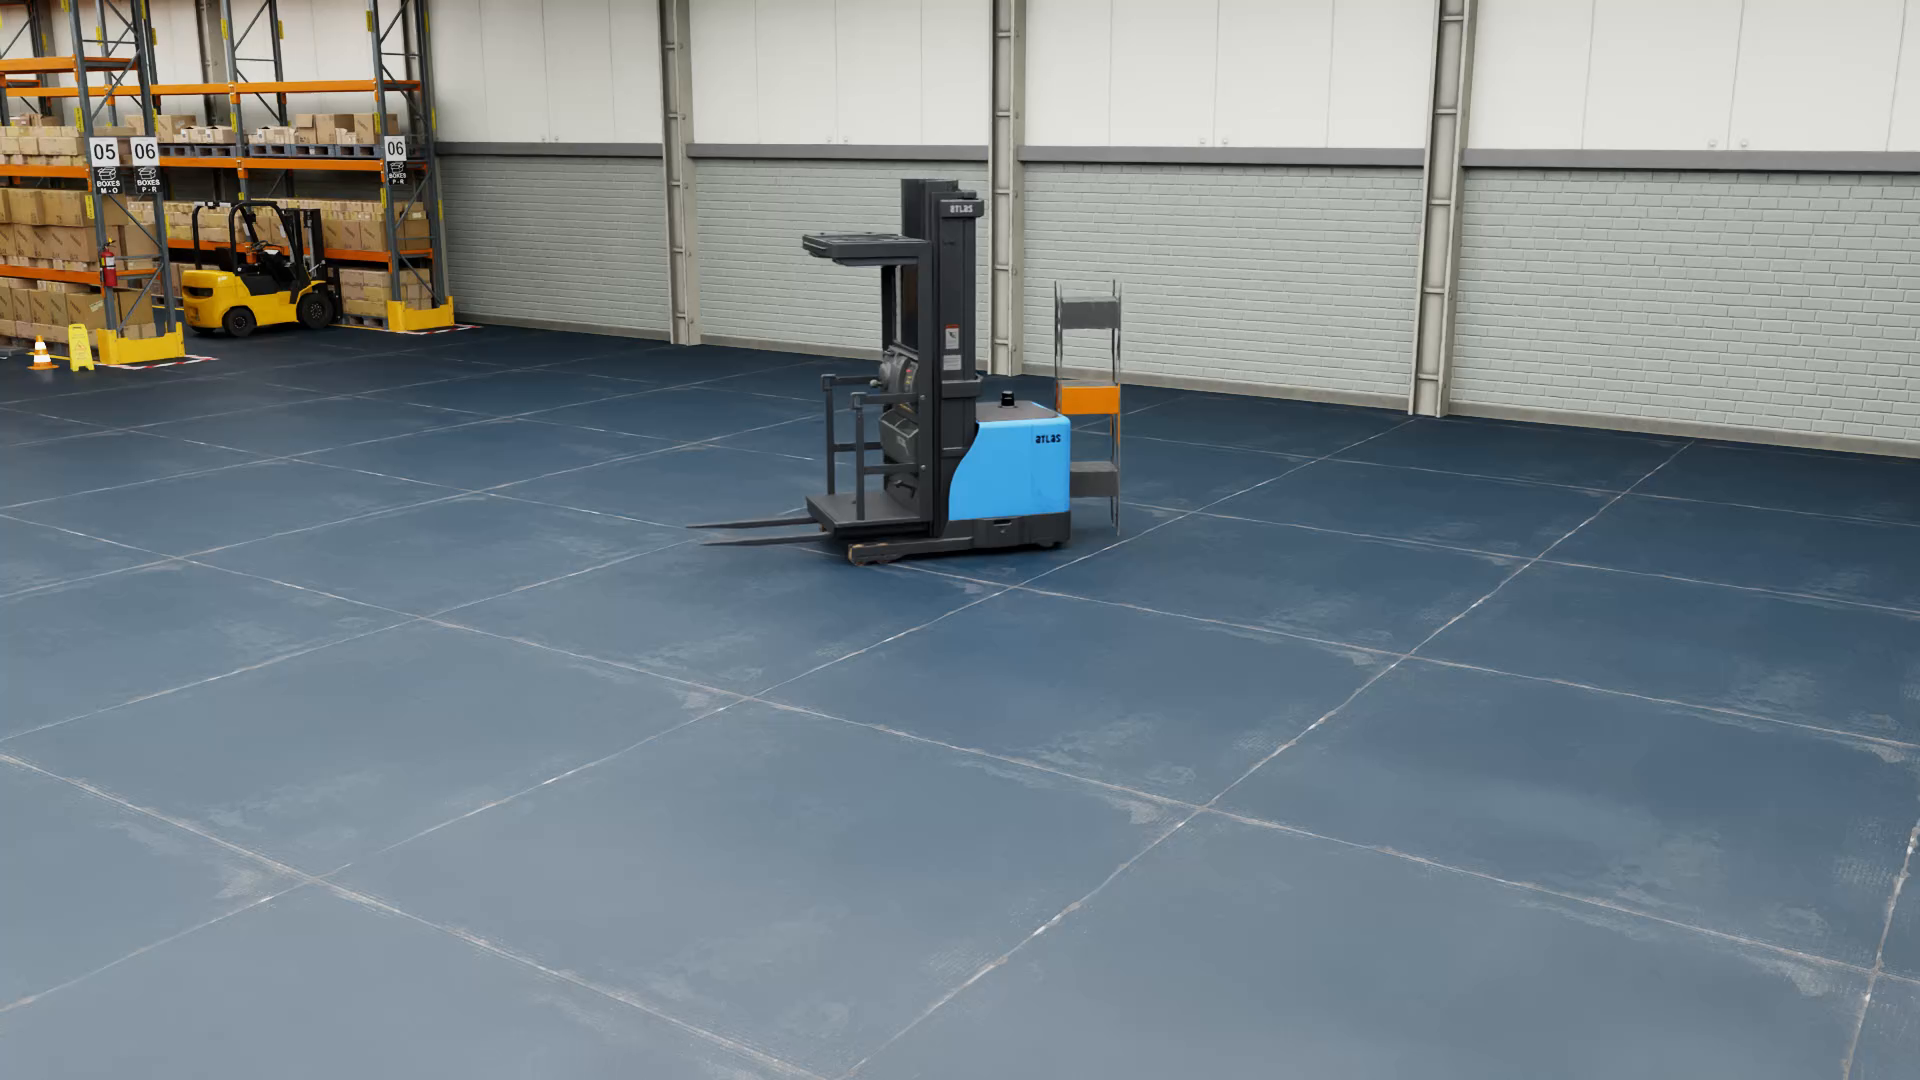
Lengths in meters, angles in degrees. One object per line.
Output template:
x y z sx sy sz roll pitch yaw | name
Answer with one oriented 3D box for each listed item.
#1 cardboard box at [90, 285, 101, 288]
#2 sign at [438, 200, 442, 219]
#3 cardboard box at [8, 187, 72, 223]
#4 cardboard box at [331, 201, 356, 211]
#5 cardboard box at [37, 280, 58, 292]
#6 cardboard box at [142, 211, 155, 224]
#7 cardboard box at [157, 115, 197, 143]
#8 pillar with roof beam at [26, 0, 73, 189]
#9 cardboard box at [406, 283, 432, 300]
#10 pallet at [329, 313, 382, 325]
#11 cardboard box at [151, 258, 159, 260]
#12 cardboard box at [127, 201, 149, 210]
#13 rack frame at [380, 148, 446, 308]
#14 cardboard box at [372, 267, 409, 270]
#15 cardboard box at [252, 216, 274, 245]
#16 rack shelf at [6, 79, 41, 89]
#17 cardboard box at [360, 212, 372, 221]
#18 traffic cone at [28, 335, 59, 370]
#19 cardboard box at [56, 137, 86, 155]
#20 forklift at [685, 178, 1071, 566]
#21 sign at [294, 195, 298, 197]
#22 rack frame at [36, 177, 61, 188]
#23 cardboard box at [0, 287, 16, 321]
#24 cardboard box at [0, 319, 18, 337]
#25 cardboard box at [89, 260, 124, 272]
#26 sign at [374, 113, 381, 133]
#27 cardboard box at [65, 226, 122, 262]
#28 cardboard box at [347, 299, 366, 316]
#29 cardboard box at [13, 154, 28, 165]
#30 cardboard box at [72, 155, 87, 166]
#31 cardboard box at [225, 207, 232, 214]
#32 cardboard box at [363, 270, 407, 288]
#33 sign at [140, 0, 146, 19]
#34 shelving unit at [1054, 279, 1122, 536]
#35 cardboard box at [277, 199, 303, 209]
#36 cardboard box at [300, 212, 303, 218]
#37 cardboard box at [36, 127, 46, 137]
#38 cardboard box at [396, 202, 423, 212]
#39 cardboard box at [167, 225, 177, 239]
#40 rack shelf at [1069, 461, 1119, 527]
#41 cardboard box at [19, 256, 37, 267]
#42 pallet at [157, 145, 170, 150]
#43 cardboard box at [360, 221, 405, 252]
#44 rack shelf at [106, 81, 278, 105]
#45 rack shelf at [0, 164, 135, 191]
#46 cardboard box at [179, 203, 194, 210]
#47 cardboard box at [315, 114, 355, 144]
-13.403 -3.653 25.627 0.500 0.500 0.500 10 17 34 | cardboard box
-8.938 -5.674 28.537 0.005 0.325 0.100 9 17 33 | sign
-13.799 -5.031 24.996 0.500 0.500 0.700 9 17 32 | cardboard box
-10.565 -5.737 28.581 0.250 0.149 0.380 10 17 34 | cardboard box
-13.597 -3.825 24.970 0.250 0.149 0.380 10 17 35 | cardboard box
-15.244 -6.173 31.789 0.500 0.250 0.500 10 17 35 | cardboard box
-14.581 -7.654 30.966 0.500 0.500 0.500 10 17 34 | cardboard box
-21.688 -9.042 31.623 0.400 9.000 9.100 9 17 33 | pillar with roof beam
-9.527 -4.322 28.849 0.500 0.250 0.500 10 17 34 | cardboard box
-10.919 -4.010 29.584 1.213 0.211 1.003 9 17 33 | pallet
-16.150 -5.616 33.246 0.250 0.149 0.380 10 17 36 | cardboard box
-15.791 -6.441 32.041 0.250 0.149 0.380 10 17 34 | cardboard box
-9.253 -5.106 28.207 0.127 3.000 1.000 9 17 33 | rack frame
-9.963 -4.629 29.047 0.500 0.250 0.500 9 17 33 | cardboard box
-12.349 -5.579 29.911 0.500 0.500 0.500 9 16 31 | cardboard box
-20.870 -9.545 35.157 4.000 0.370 1.077 9 17 33 | rack shelf
-9.926 -5.488 28.194 0.250 0.149 0.380 9 17 34 | cardboard box
-13.097 -2.685 23.706 0.334 0.463 0.336 9 17 33 | traffic cone
-12.595 -5.658 23.889 0.500 0.250 0.500 9 16 32 | cardboard box
-0.673 -1.361 13.221 3.031 2.935 1.130 -4 15 -17 | forklift
-12.264 -6.212 30.708 0.005 0.325 0.100 9 17 33 | sign
-19.210 -6.715 34.708 0.127 3.000 1.000 9 17 33 | rack frame
-14.549 -3.683 25.746 0.500 0.500 0.500 10 17 35 | cardboard box
-14.551 -3.319 25.837 0.500 0.250 0.500 10 17 36 | cardboard box
-12.450 -4.001 24.267 0.250 0.149 0.380 10 17 35 | cardboard box
-9.567 -6.847 27.320 0.005 0.325 0.100 9 17 33 | sign
-12.624 -4.326 24.231 0.500 0.500 0.500 9 16 32 | cardboard box
-10.226 -4.044 28.764 0.500 0.250 0.500 9 17 33 | cardboard box
-13.772 -5.639 24.641 0.250 0.149 0.380 9 16 32 | cardboard box
-12.472 -5.442 23.845 0.250 0.149 0.380 9 17 33 | cardboard box
-13.204 -6.038 30.415 0.250 0.149 0.380 9 16 32 | cardboard box
-9.809 -4.460 28.365 0.500 0.250 0.500 10 17 35 | cardboard box
-11.717 -7.628 23.801 0.005 0.325 0.100 9 17 33 | sign
1.060 -1.097 13.870 0.503 2.100 0.431 -2 14 -3 | shelving unit
-11.833 -5.944 29.414 0.250 0.149 0.380 10 17 34 | cardboard box
-11.408 -5.733 29.183 0.250 0.149 0.380 9 16 31 | cardboard box
-13.261 -5.975 24.338 0.250 0.149 0.380 9 17 33 | cardboard box
-9.412 -5.701 28.435 0.250 0.149 0.380 9 16 32 | cardboard box
-14.813 -5.862 31.572 0.500 0.250 0.500 9 16 31 | cardboard box
1.070 -0.404 14.041 0.480 0.518 0.431 -2 14 -3 | rack shelf
-13.976 -4.222 25.160 0.250 0.149 0.380 9 17 33 | cardboard box
-15.278 -7.470 31.908 1.003 0.211 1.213 10 17 35 | pallet
-9.808 -5.168 28.250 0.500 0.500 0.500 9 16 32 | cardboard box
-14.232 -8.279 30.871 4.000 0.370 1.077 9 17 33 | rack shelf
-13.680 -5.491 25.016 4.000 0.370 1.077 9 17 33 | rack shelf
-14.444 -6.254 31.287 0.250 0.149 0.380 9 17 33 | cardboard box
-10.550 -7.031 28.451 0.500 0.500 0.700 9 17 33 | cardboard box
